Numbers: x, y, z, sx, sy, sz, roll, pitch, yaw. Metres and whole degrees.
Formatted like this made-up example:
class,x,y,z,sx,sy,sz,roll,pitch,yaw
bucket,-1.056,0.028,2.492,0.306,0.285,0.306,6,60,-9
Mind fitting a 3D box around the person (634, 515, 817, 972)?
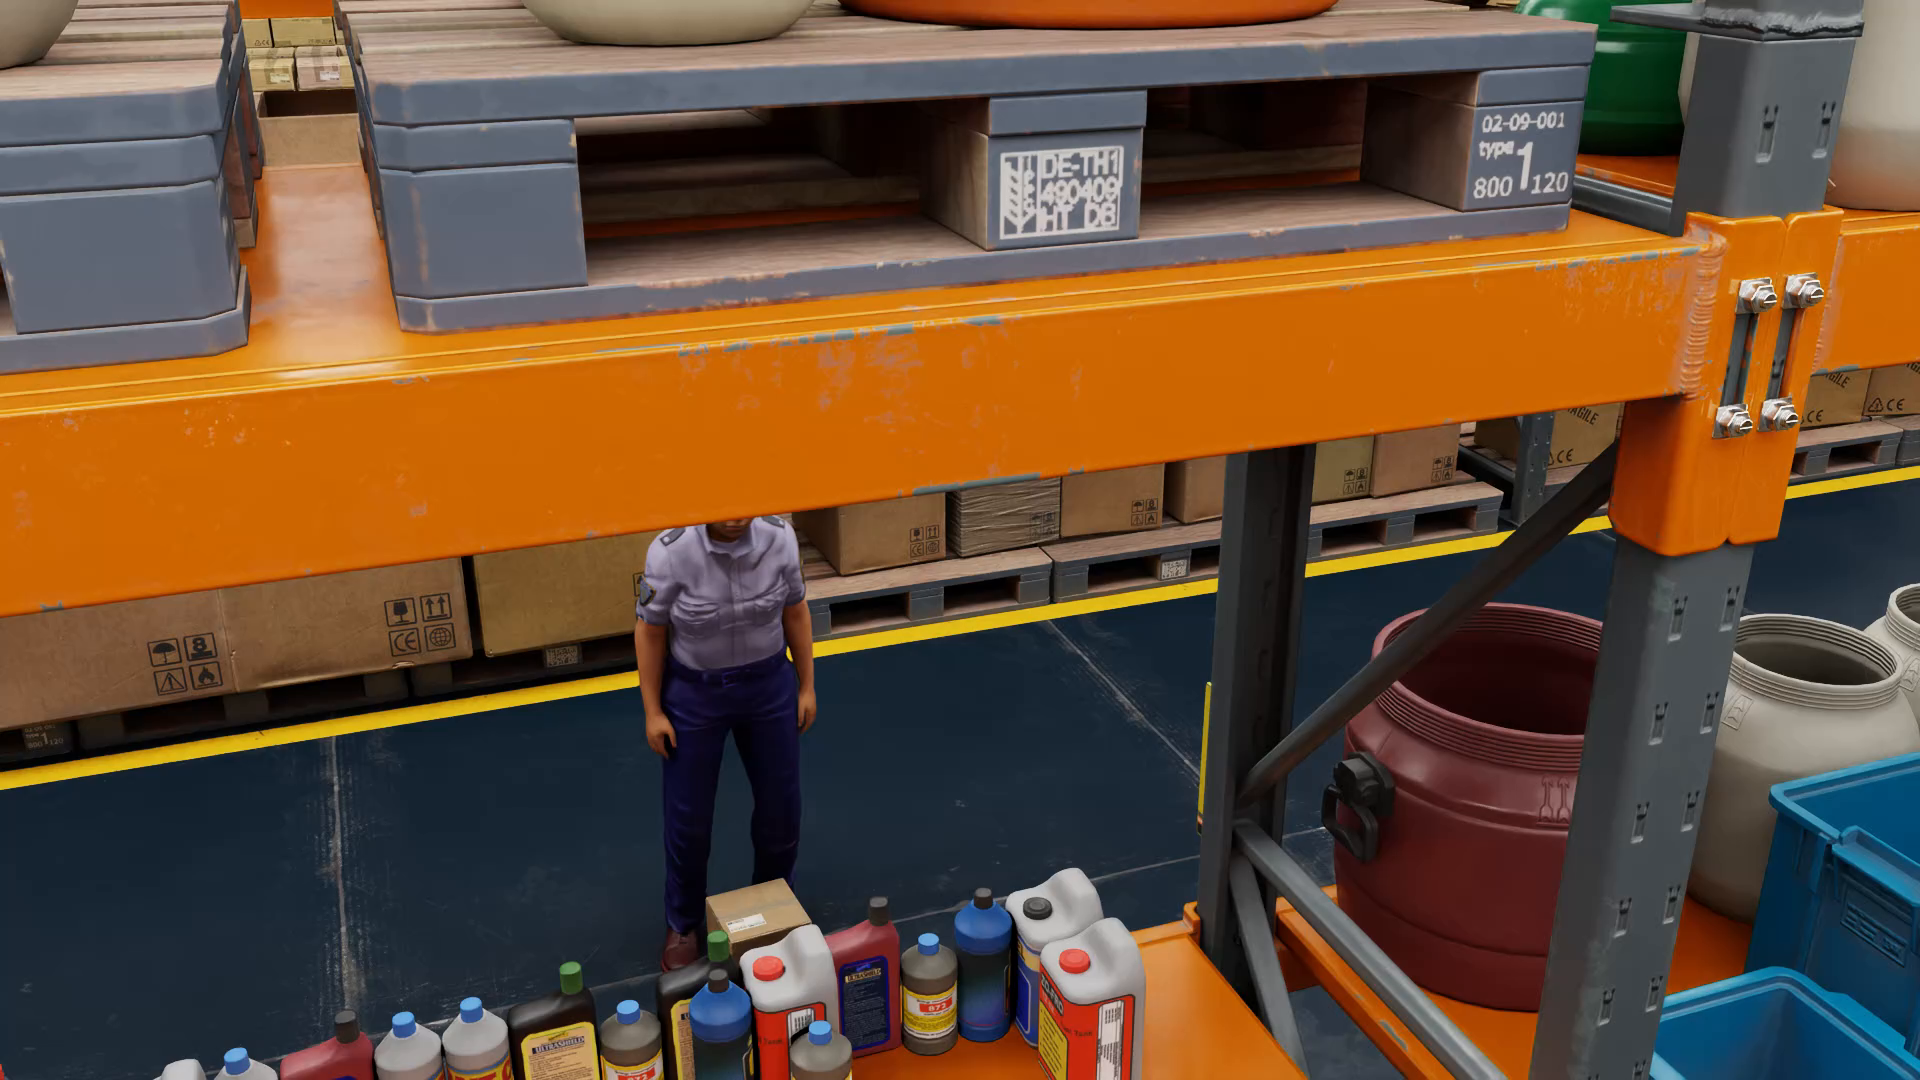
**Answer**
class,x,y,z,sx,sy,sz,roll,pitch,yaw
person,-0.692,0.492,4.947,0.547,1.637,0.367,-9,24,-20
